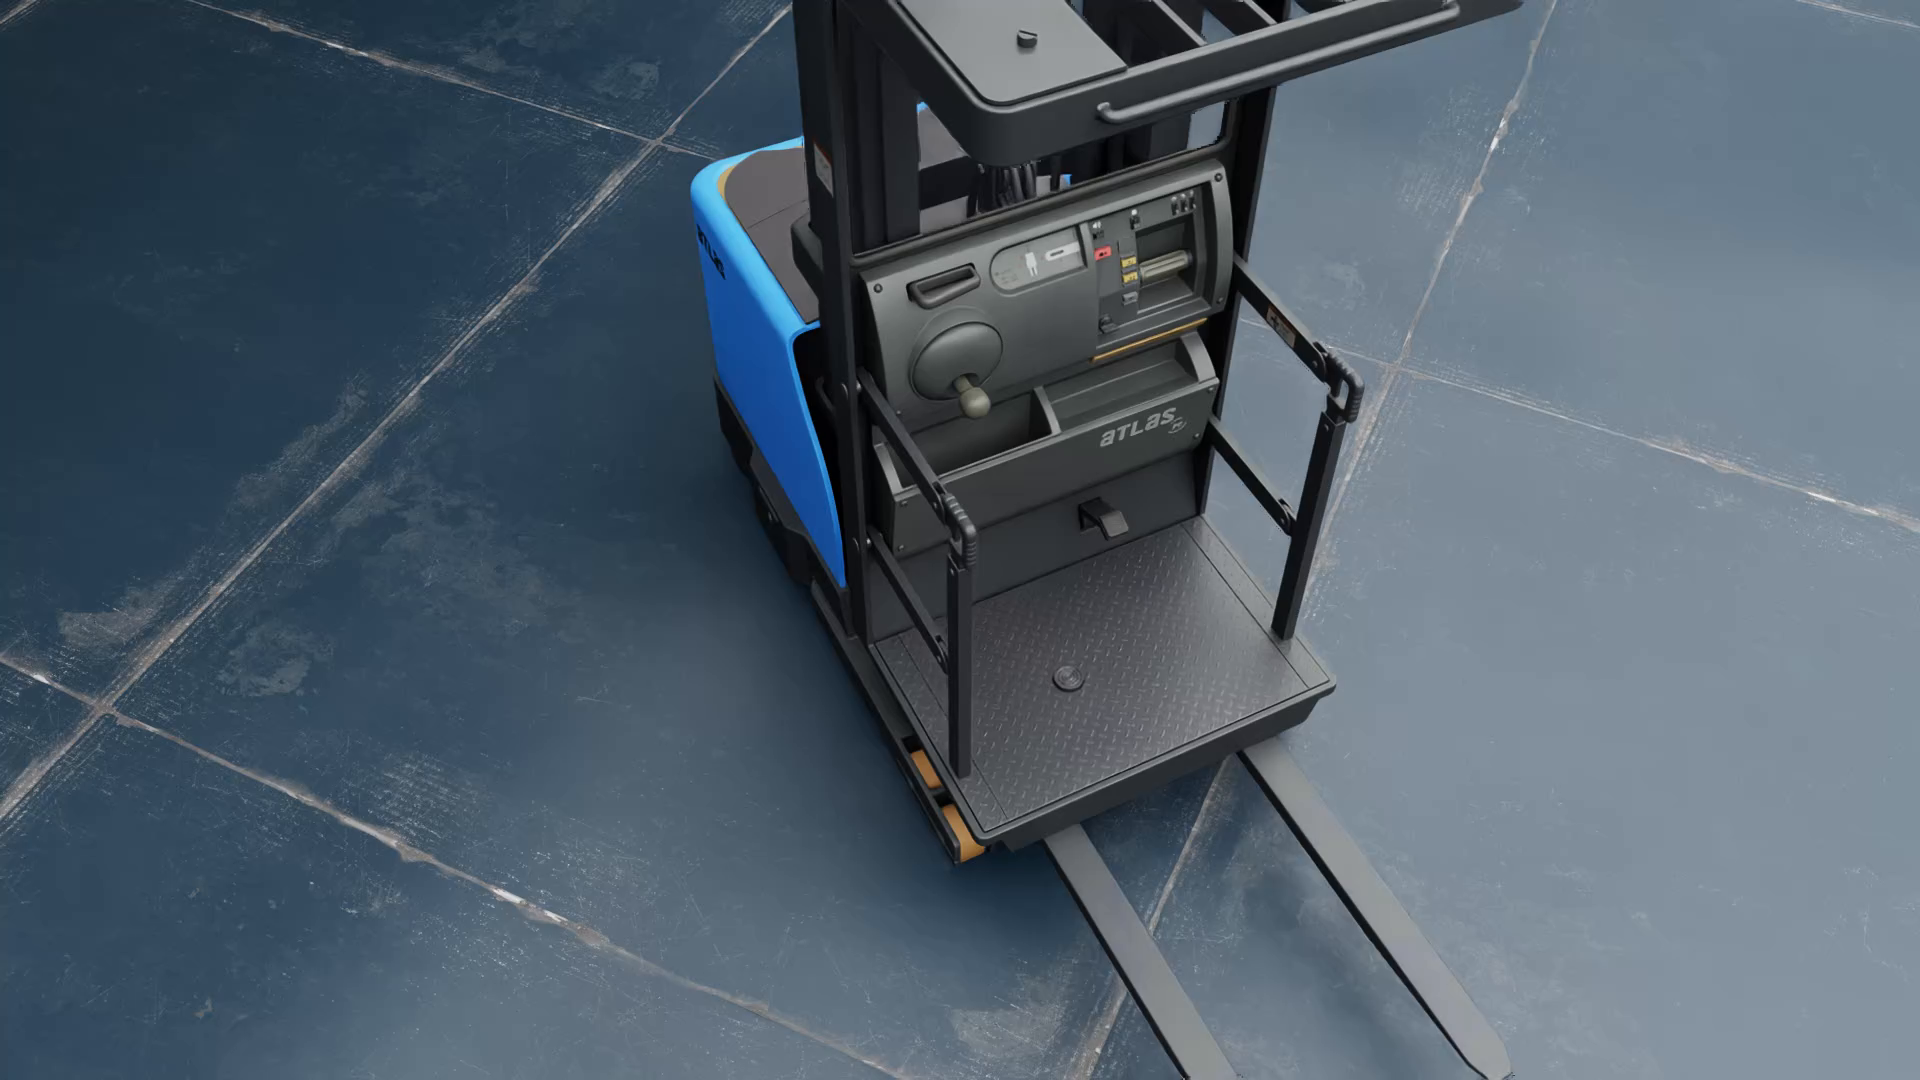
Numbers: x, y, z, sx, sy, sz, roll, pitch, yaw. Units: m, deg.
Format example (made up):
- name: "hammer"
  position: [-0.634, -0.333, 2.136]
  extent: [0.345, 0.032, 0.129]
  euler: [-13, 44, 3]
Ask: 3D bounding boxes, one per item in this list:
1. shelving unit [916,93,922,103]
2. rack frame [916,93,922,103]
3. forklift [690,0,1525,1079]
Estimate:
- name: "shelving unit"
  position: [-0.115, -1.621, 5.251]
  extent: [0.431, 2.100, 0.503]
  euler: [23, 54, 19]
- name: "rack frame"
  position: [0.006, -1.782, 5.388]
  extent: [0.400, 2.100, 0.015]
  euler: [23, 54, 19]
- name: "forklift"
  position: [0.322, -0.475, 3.730]
  extent: [1.130, 2.935, 3.031]
  euler: [-21, 53, -17]
